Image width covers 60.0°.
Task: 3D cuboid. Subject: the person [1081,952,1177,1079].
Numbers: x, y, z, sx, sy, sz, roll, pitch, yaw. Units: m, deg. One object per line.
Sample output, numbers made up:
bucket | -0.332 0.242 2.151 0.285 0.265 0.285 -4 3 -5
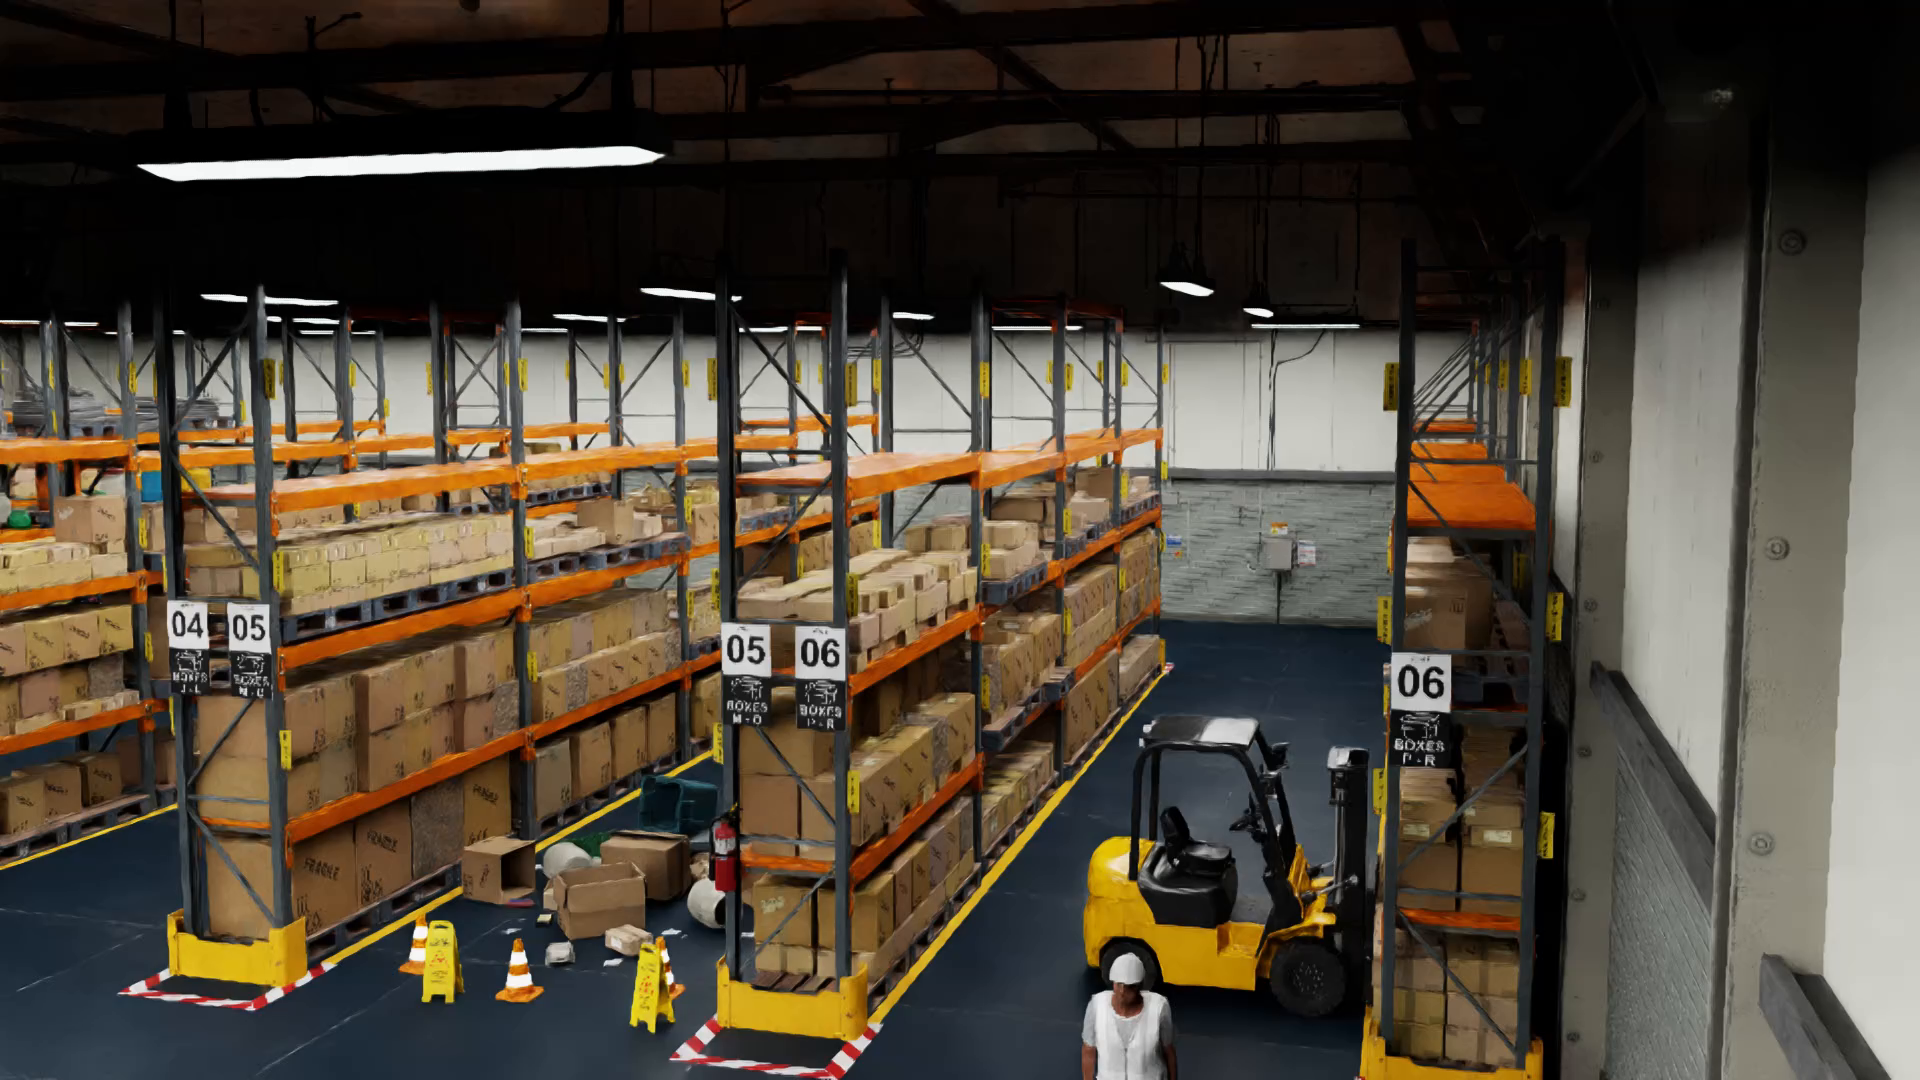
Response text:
person | 0.989 3.265 9.867 0.566 1.706 1.111 2 6 18
